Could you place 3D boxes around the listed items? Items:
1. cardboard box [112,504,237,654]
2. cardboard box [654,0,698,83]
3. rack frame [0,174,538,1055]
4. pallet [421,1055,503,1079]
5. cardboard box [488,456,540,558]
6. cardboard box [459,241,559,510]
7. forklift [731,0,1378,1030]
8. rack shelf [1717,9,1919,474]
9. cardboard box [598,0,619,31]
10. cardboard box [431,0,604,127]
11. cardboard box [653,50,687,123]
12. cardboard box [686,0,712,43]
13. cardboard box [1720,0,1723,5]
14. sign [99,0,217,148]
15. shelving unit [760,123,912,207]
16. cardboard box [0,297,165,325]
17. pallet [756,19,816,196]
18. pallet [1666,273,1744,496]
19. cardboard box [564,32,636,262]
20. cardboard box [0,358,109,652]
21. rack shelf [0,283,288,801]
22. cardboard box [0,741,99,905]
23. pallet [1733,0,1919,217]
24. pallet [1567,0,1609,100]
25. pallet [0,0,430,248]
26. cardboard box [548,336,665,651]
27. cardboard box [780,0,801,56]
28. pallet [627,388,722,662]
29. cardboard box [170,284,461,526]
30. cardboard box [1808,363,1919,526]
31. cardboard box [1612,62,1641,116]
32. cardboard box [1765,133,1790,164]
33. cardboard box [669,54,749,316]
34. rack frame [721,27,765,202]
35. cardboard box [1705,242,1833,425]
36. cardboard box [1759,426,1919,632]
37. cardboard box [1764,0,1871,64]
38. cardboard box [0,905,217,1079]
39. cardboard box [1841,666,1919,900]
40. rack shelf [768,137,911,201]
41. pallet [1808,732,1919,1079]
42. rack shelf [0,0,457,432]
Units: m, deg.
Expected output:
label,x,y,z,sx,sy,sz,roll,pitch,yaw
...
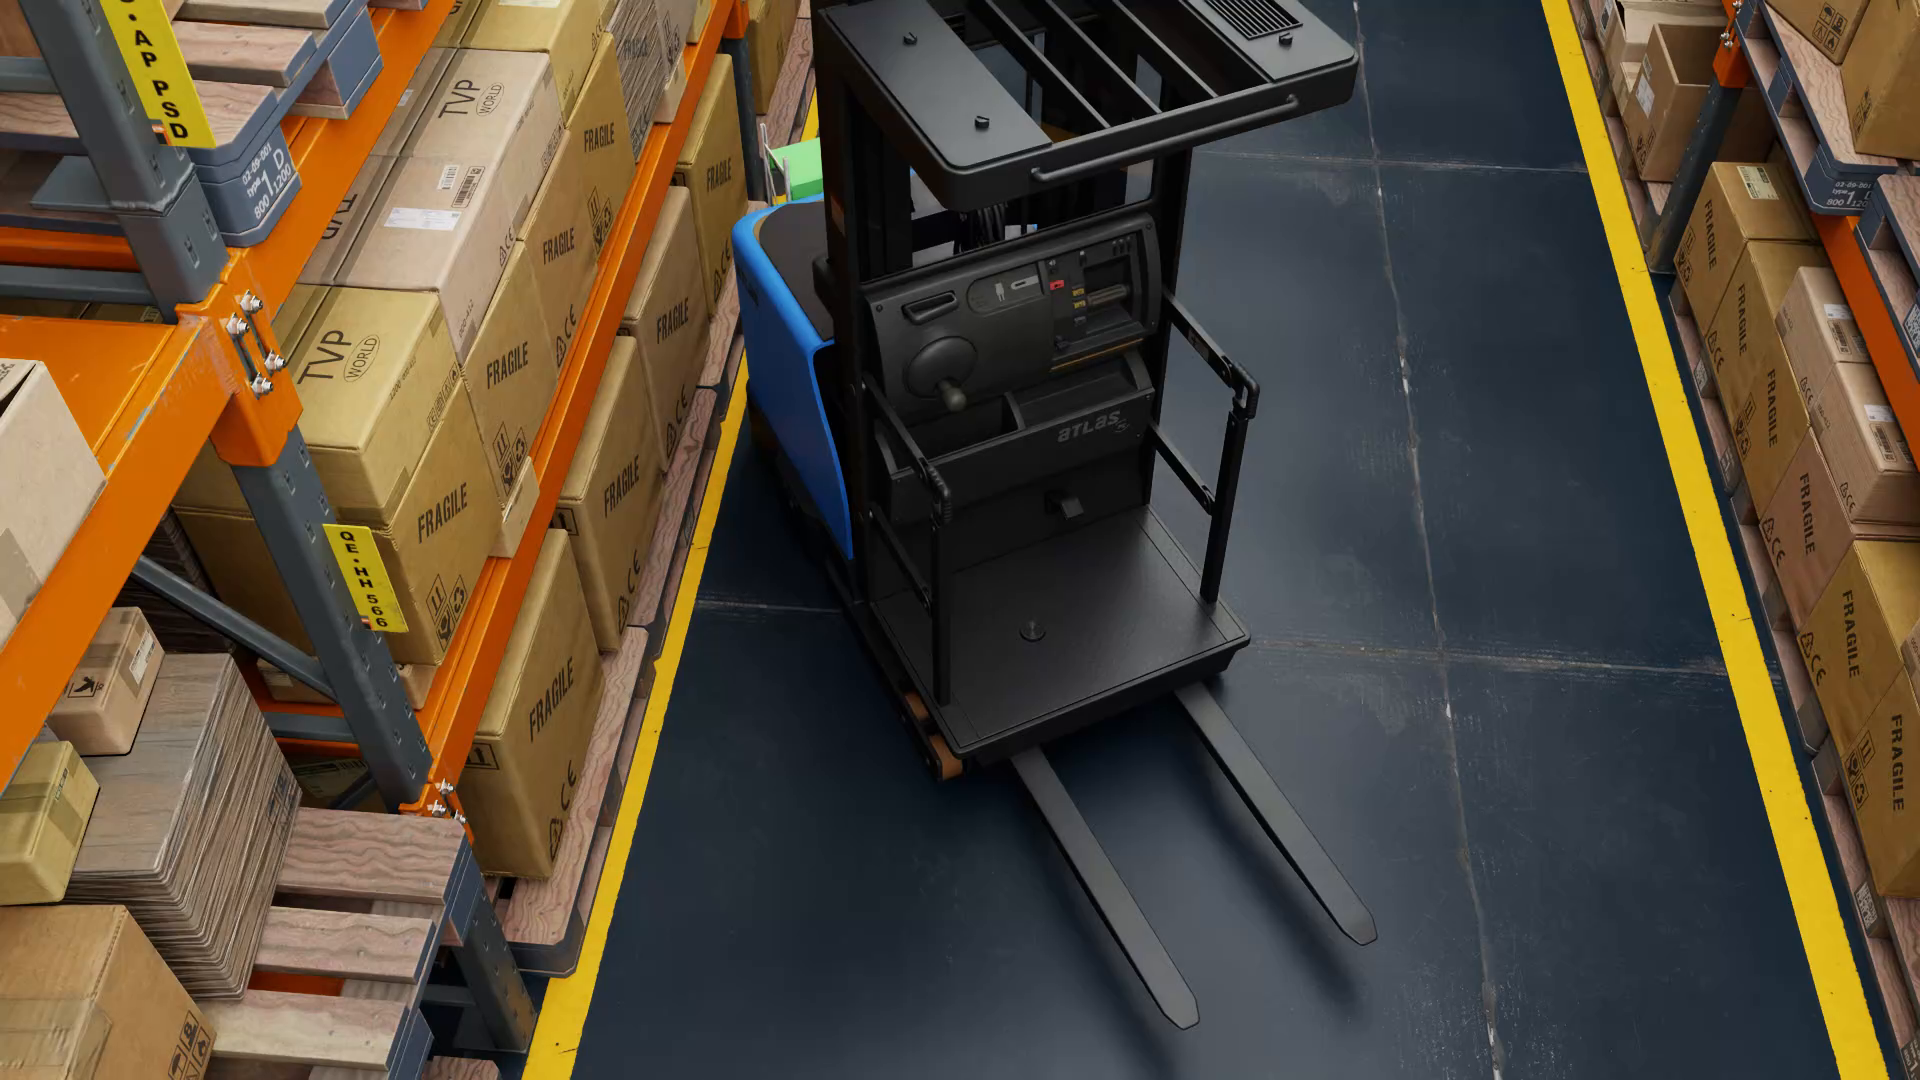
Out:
label,x,y,z,sx,sy,sz,roll,pitch,yaw
cardboard box,-1.980,-0.089,4.016,0.500,0.500,0.500,4,48,4
cardboard box,-1.224,-1.932,5.701,0.500,0.500,0.500,4,48,4
rack frame,-1.761,0.417,3.836,1.000,3.000,0.127,4,48,4
pallet,-1.833,1.932,4.340,1.003,0.211,1.213,4,48,4
cardboard box,-1.360,-0.106,4.471,0.380,0.149,0.250,5,48,5
cardboard box,-1.404,-0.448,4.344,0.500,0.500,0.500,5,48,5
forklift,0.272,-0.571,4.786,1.130,2.935,3.031,-20,50,-17
rack shelf,3.355,-0.480,5.144,1.077,0.370,4.000,4,48,4
cardboard box,-1.287,-1.806,5.078,0.500,0.250,0.500,5,48,4
cardboard box,-1.332,-1.432,4.736,0.500,0.250,0.500,3,48,3
cardboard box,-1.178,-1.605,5.842,0.380,0.149,0.250,4,48,4
cardboard box,-1.144,-1.990,6.194,0.380,0.149,0.250,5,48,4
cardboard box,3.703,-2.879,8.244,0.797,0.503,0.637,4,48,4
sign,-1.220,-0.732,2.504,0.100,0.325,0.005,4,48,4
shelving unit,-0.443,-1.094,6.438,0.503,1.200,0.258,-20,50,-17
cardboard box,-1.978,-0.328,3.726,0.500,0.250,0.500,5,48,5
pallet,-1.249,-2.135,8.060,1.003,0.211,1.213,4,48,4
pallet,3.501,-0.651,6.702,1.003,0.211,1.213,4,48,4
cardboard box,-1.318,-1.196,5.028,0.500,0.500,0.500,5,48,5
cardboard box,-1.557,-0.025,2.254,0.500,0.311,0.500,4,48,4
rack shelf,-1.943,1.117,1.650,1.077,0.370,4.000,4,48,4
cardboard box,-1.777,0.509,2.947,0.380,0.149,0.250,-3,48,-3
pallet,3.356,-1.548,5.763,1.003,0.211,1.213,4,48,4
pallet,3.709,-2.655,8.535,1.003,0.211,1.213,4,48,4
pallet,-1.755,-1.009,3.235,1.213,0.211,1.003,6,48,5
cardboard box,-1.477,-0.174,5.549,0.750,0.750,0.750,4,48,3
cardboard box,-1.177,-2.732,8.126,0.700,0.500,0.500,3,48,3
pallet,-1.500,-0.110,6.208,1.003,0.211,1.213,4,48,4
cardboard box,-1.460,-0.315,3.714,0.500,0.250,0.500,5,48,4
cardboard box,3.114,-0.308,5.386,0.500,0.250,0.500,3,48,3
cardboard box,3.281,-2.096,7.768,0.380,0.149,0.250,4,48,4
cardboard box,3.791,-1.727,7.321,0.500,0.311,0.500,4,48,4
cardboard box,-1.326,-1.452,6.718,0.750,0.750,0.750,4,48,4
rack frame,-1.396,-2.523,6.524,1.000,3.000,0.127,4,48,4
cardboard box,3.213,-0.765,6.313,0.500,0.500,0.500,4,48,4
cardboard box,3.113,-0.027,5.638,0.500,0.500,0.500,2,48,2
cardboard box,3.271,-2.035,5.726,0.700,0.500,0.500,-11,48,-10
cardboard box,-1.817,0.993,2.943,0.700,0.500,0.500,0,48,0
cardboard box,3.024,0.739,4.937,0.500,0.500,0.500,6,48,5
rack shelf,-0.443,-1.375,6.131,0.480,0.148,0.258,-20,50,-17
pallet,3.278,1.142,5.062,1.003,0.211,1.213,4,48,4
rack shelf,-1.578,-1.823,4.339,1.077,0.370,4.000,4,48,4
